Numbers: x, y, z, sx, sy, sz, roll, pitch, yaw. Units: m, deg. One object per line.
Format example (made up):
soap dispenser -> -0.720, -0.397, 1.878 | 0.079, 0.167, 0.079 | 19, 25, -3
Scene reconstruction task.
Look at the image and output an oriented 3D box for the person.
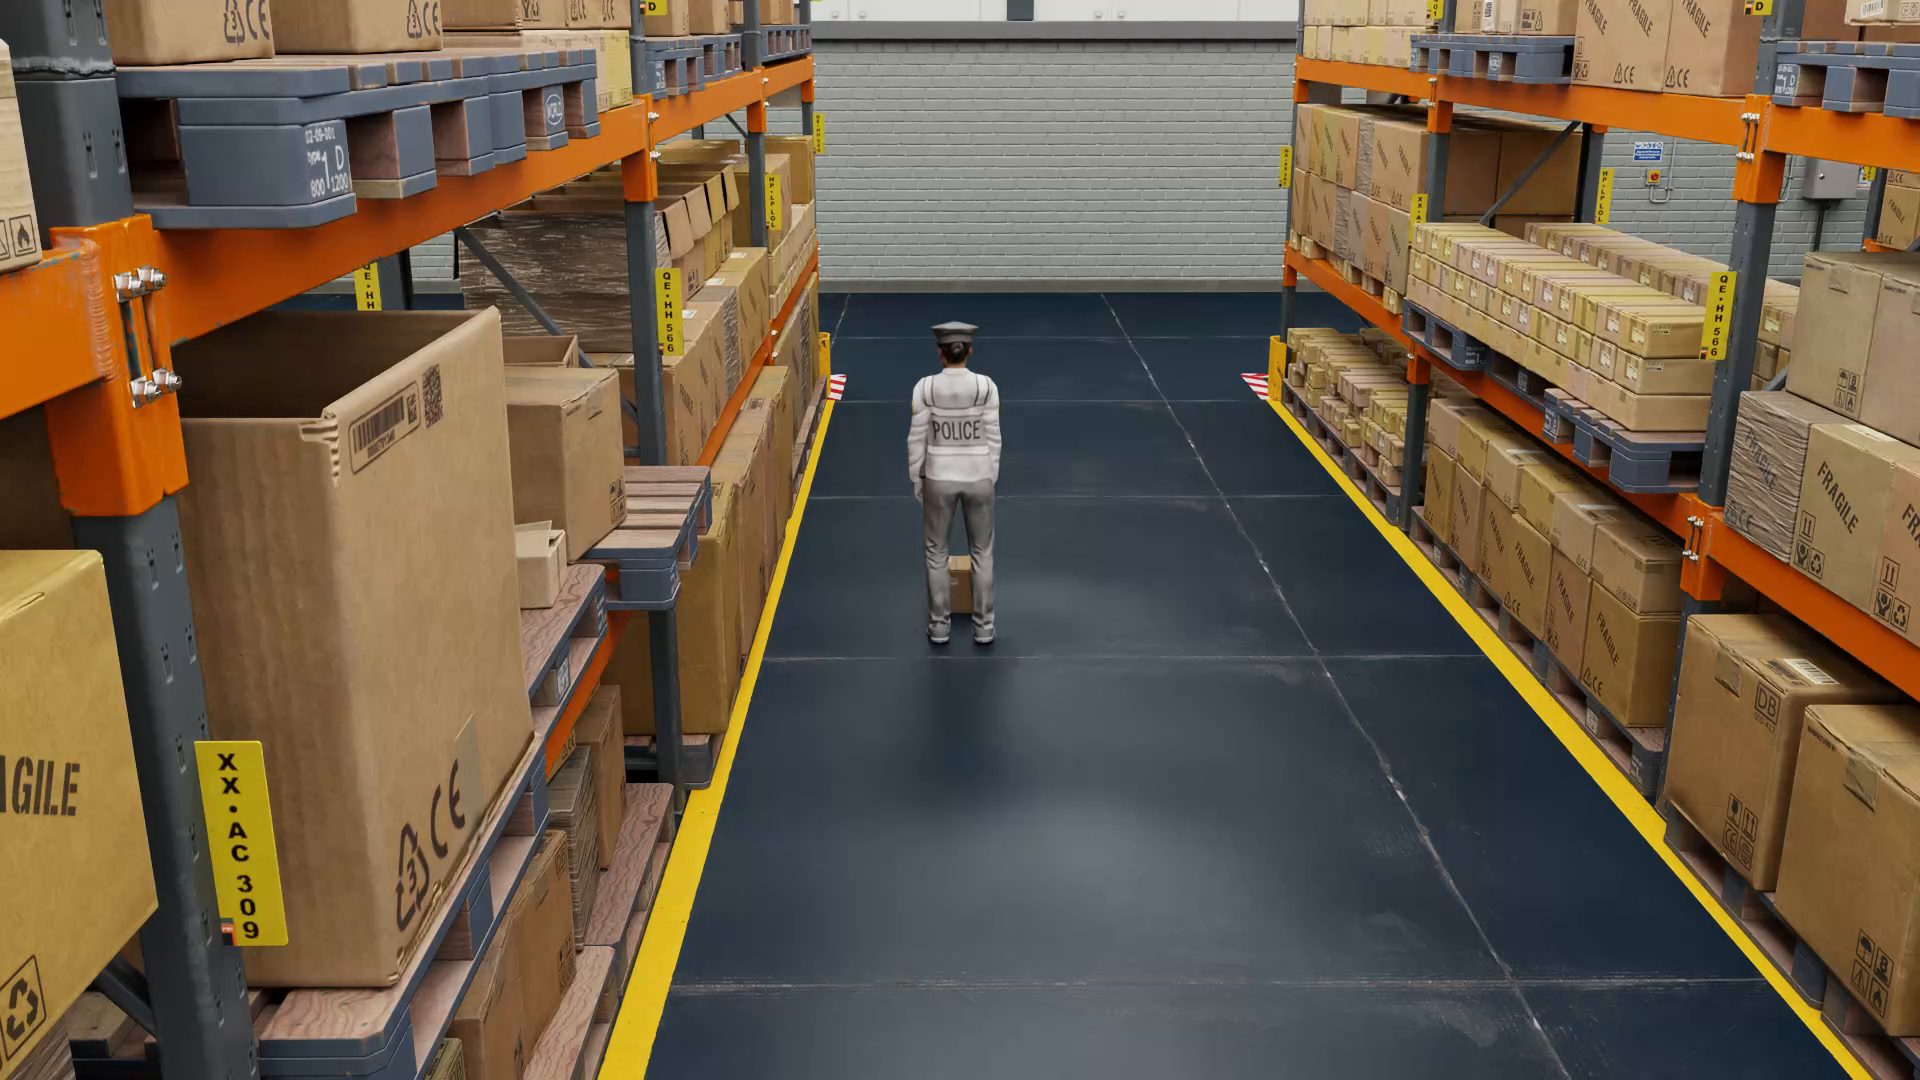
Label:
person -> -0.029, -0.280, 8.473 | 0.476, 1.661, 0.338 | 0, 17, -1
